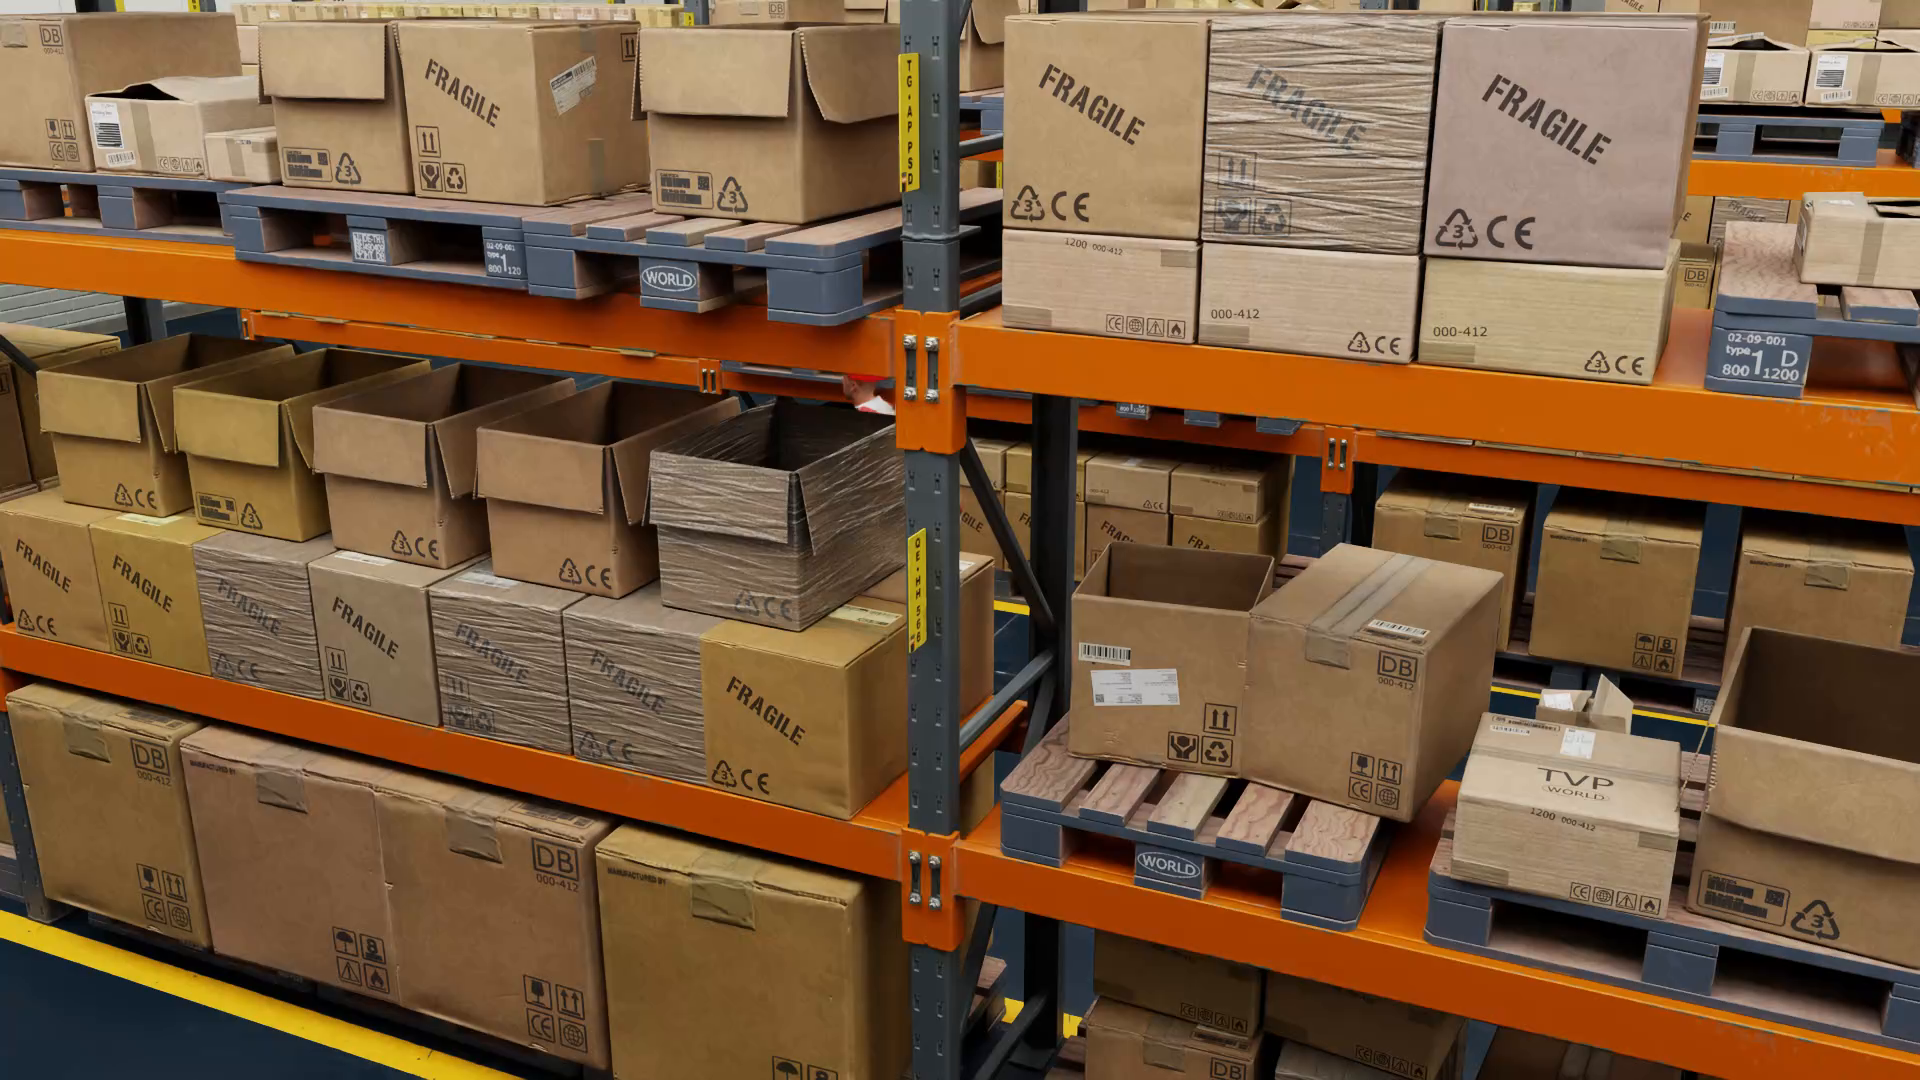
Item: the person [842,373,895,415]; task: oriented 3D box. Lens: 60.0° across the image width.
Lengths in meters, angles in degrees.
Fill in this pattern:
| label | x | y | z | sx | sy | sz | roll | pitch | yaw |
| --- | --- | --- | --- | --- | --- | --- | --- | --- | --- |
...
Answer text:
| label | x | y | z | sx | sy | sz | roll | pitch | yaw |
| --- | --- | --- | --- | --- | --- | --- | --- | --- | --- |
| person | -0.411 | -0.115 | 8.796 | 0.547 | 1.783 | 0.584 | 5 | 19 | 13 |
